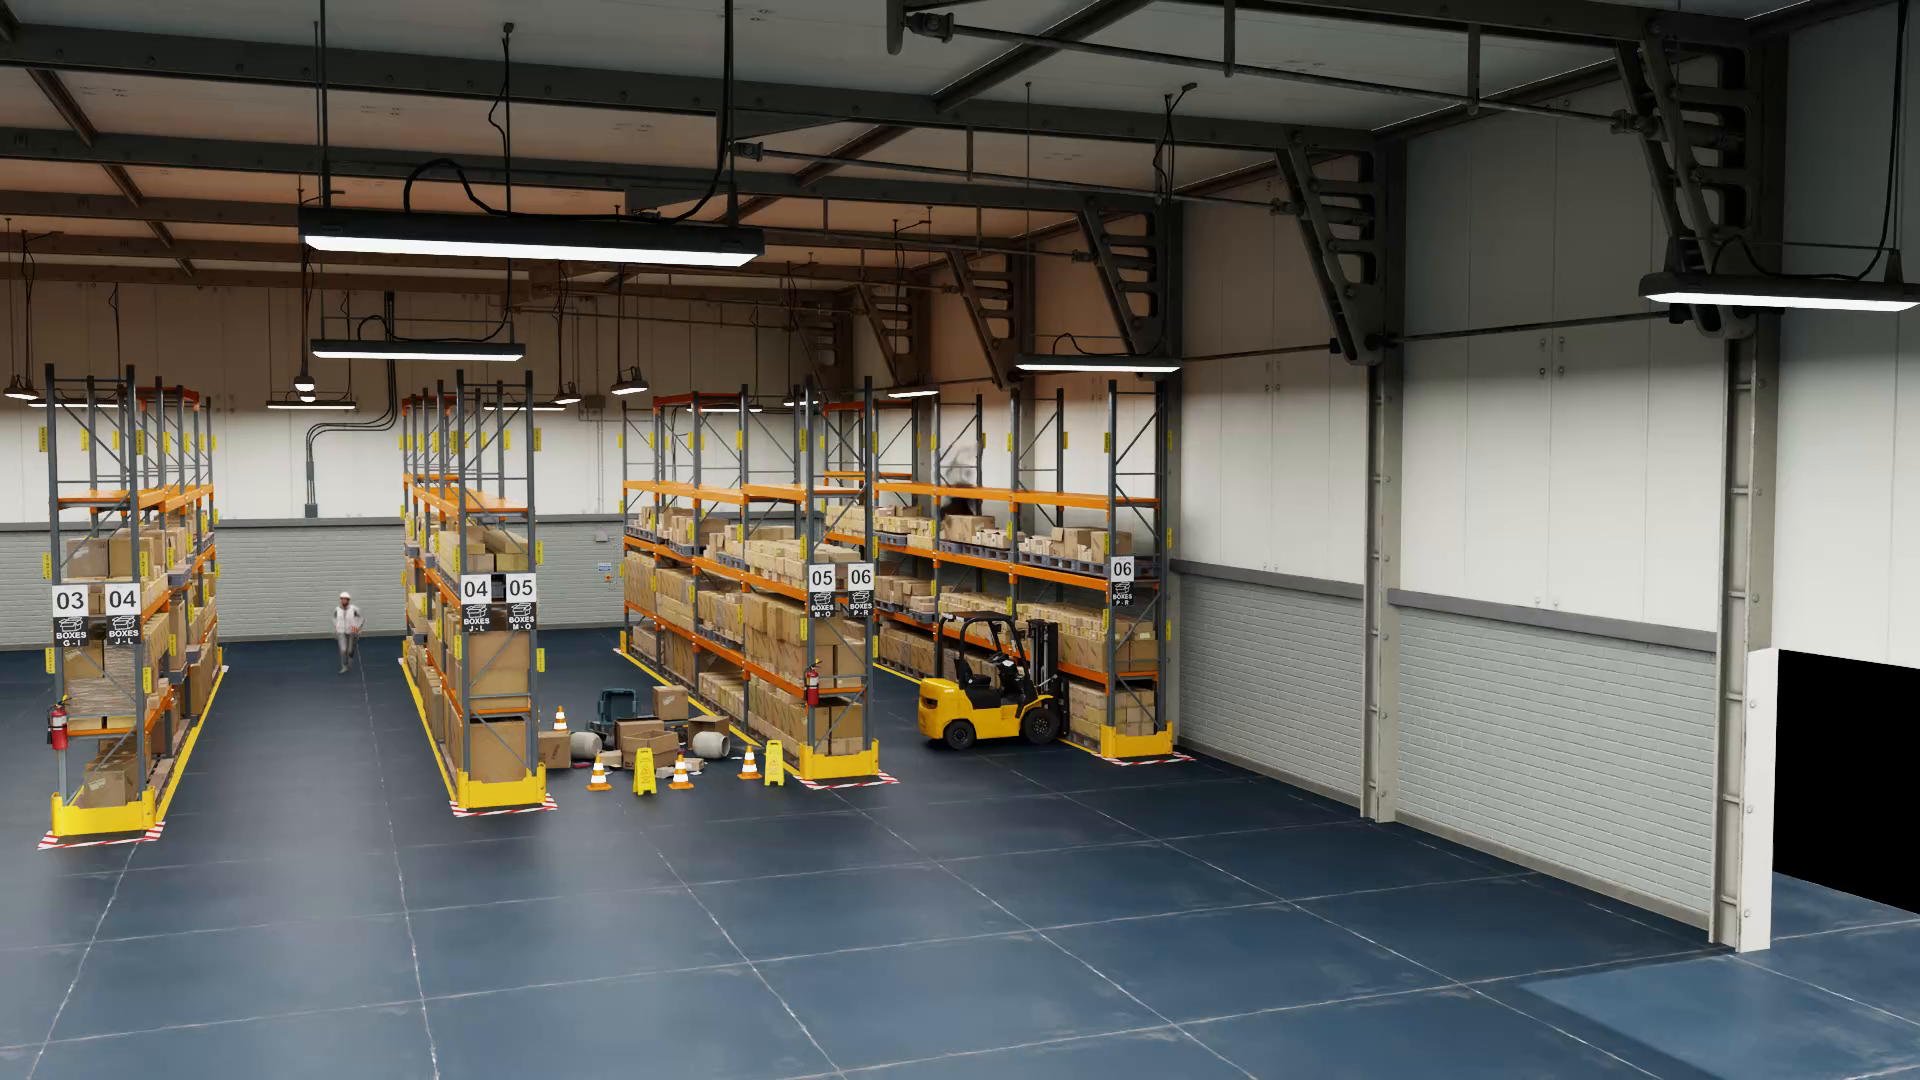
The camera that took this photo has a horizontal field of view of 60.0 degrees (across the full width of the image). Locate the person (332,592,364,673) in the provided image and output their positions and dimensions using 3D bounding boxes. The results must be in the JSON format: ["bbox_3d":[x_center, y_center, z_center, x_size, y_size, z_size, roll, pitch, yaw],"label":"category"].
[{"bbox_3d":[-13.394,2.015,36.416,0.677,1.760,0.658,0,3,-8],"label":"person"}]
